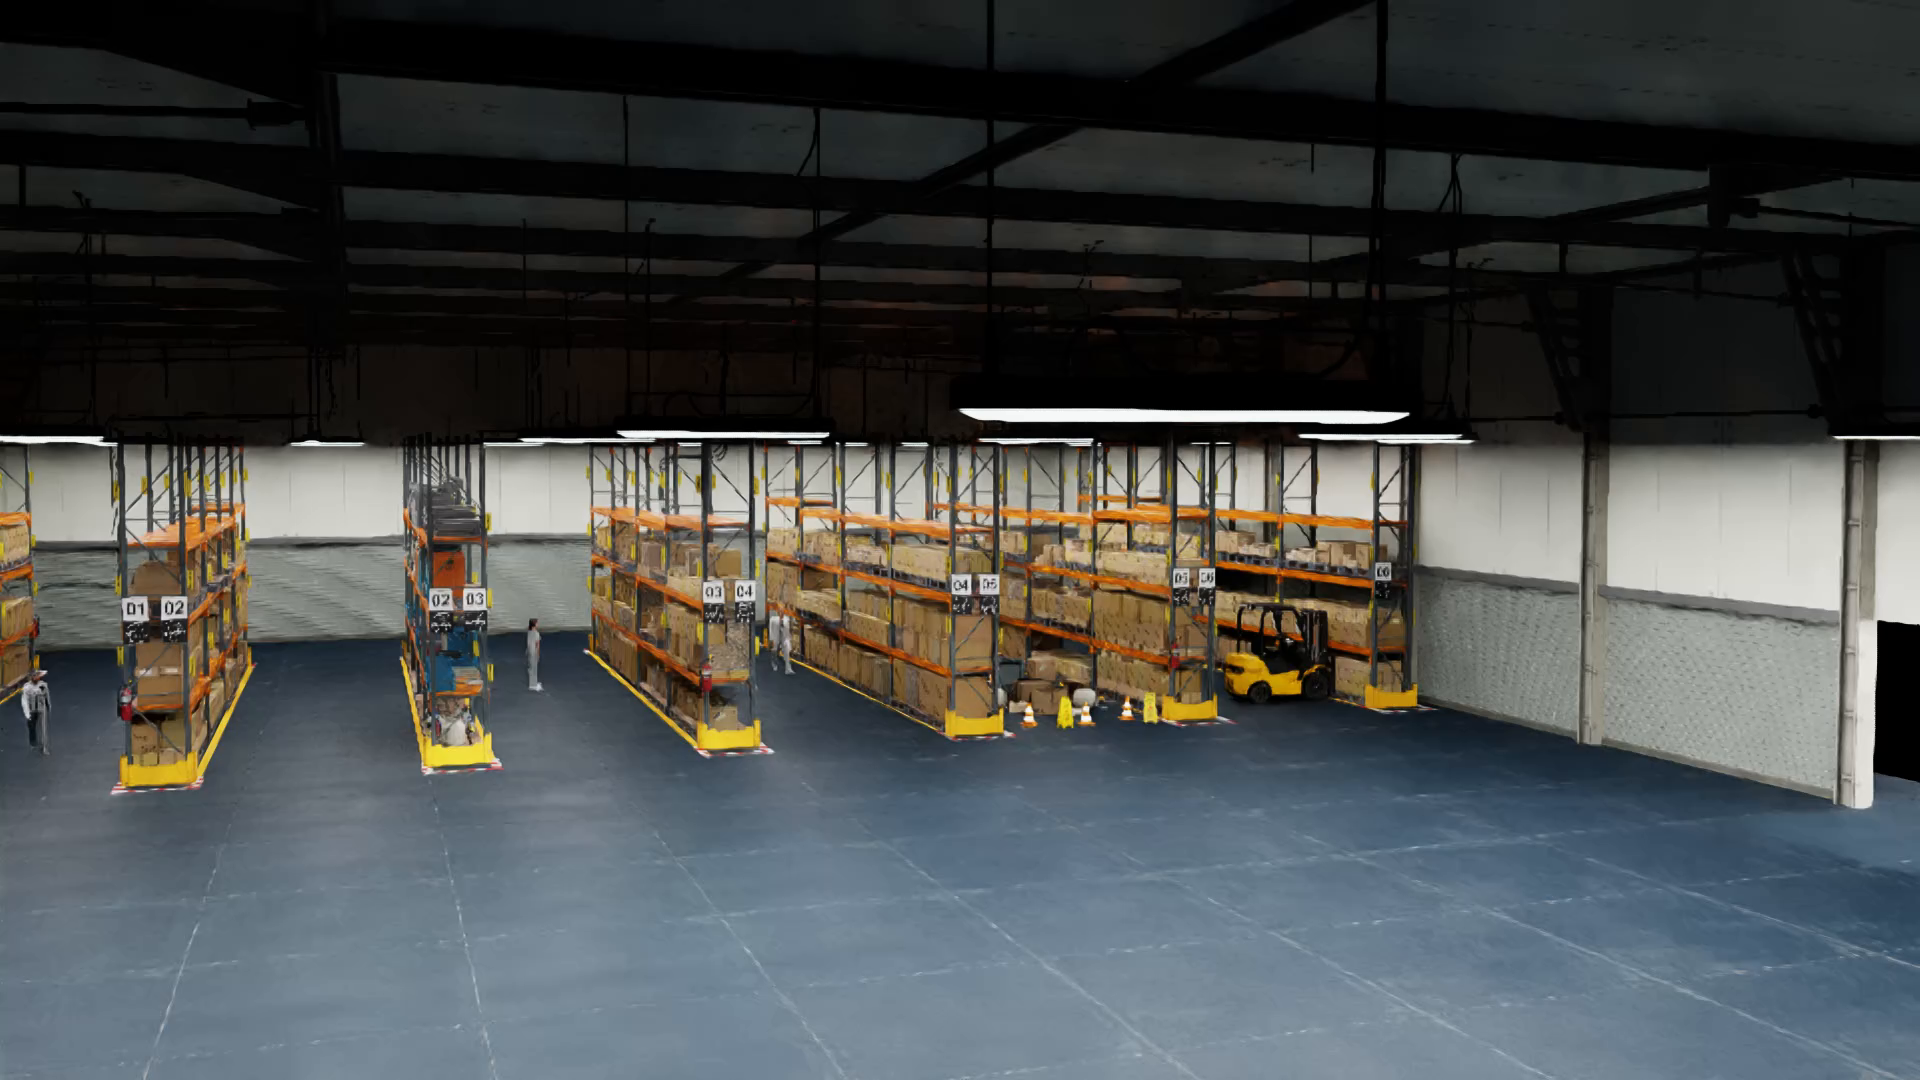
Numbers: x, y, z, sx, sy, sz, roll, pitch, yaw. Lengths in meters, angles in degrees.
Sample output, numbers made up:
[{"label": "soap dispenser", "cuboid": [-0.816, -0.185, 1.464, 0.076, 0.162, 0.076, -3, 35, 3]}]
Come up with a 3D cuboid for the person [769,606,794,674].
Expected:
[{"label": "person", "cuboid": [-4.553, 2.516, 42.204, 0.598, 1.698, 1.180, -1, 3, -17]}]

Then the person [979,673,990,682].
[{"label": "person", "cuboid": [0.510, 2.692, 40.061, 0.527, 1.592, 0.522, 1, 3, 10]}]

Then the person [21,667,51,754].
[{"label": "person", "cuboid": [-17.259, 3.171, 31.060, 0.483, 1.621, 0.995, -2, 4, -28]}]

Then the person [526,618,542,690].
[{"label": "person", "cuboid": [-10.068, 2.684, 39.420, 0.454, 1.679, 0.537, -3, 4, -45]}]

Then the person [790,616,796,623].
[{"label": "person", "cuboid": [-5.031, 2.063, 51.157, 0.513, 1.664, 0.549, 1, 3, 16]}]
